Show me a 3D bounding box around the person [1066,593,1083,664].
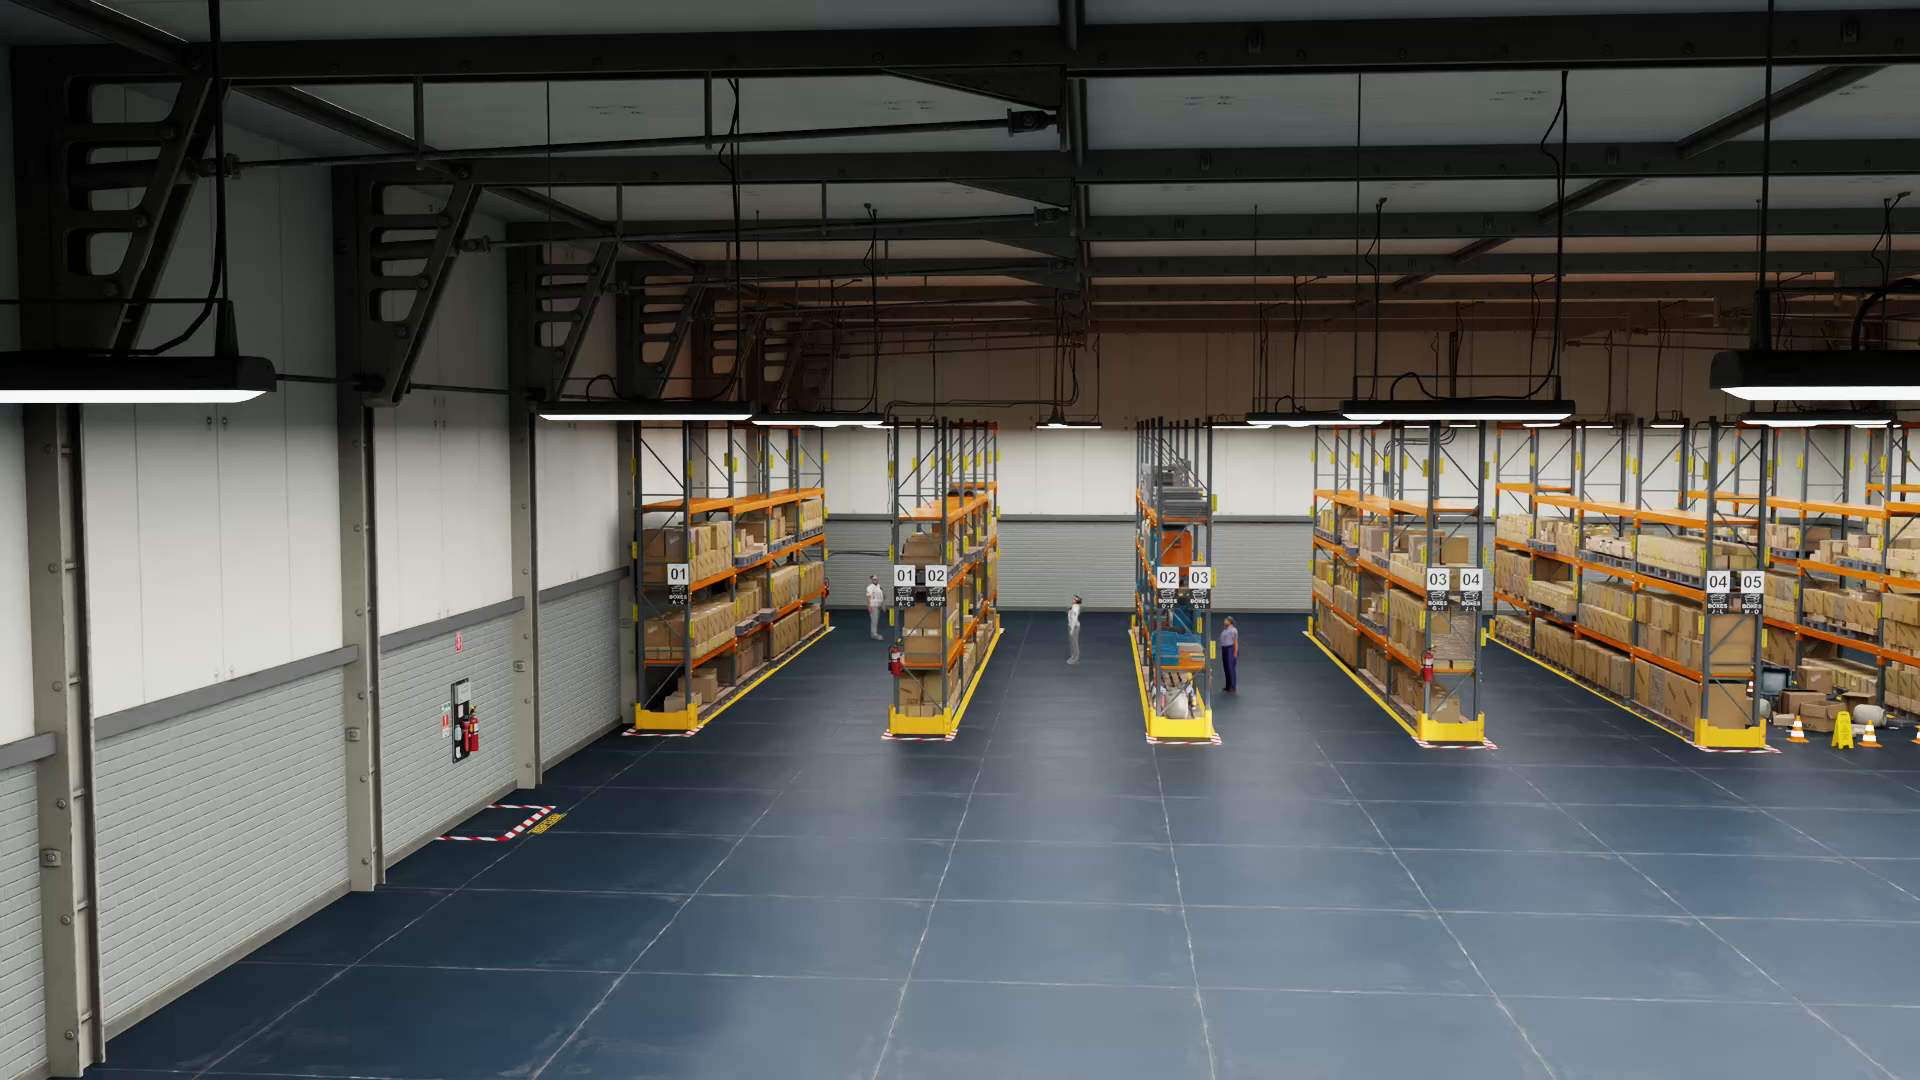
[{"bbox_3d":[2.760,2.126,40.060,0.425,1.701,0.526,-1,4,-9],"label":"person"}]

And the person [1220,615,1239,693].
[{"bbox_3d":[5.934,2.512,36.733,0.425,1.677,0.624,-1,4,-17],"label":"person"}]

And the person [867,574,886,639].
[{"bbox_3d":[-2.296,1.837,46.082,0.510,1.783,0.581,1,4,21],"label":"person"}]

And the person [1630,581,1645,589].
[{"bbox_3d":[20.274,1.610,49.690,0.904,1.731,0.613,0,4,-6],"label":"person"}]
